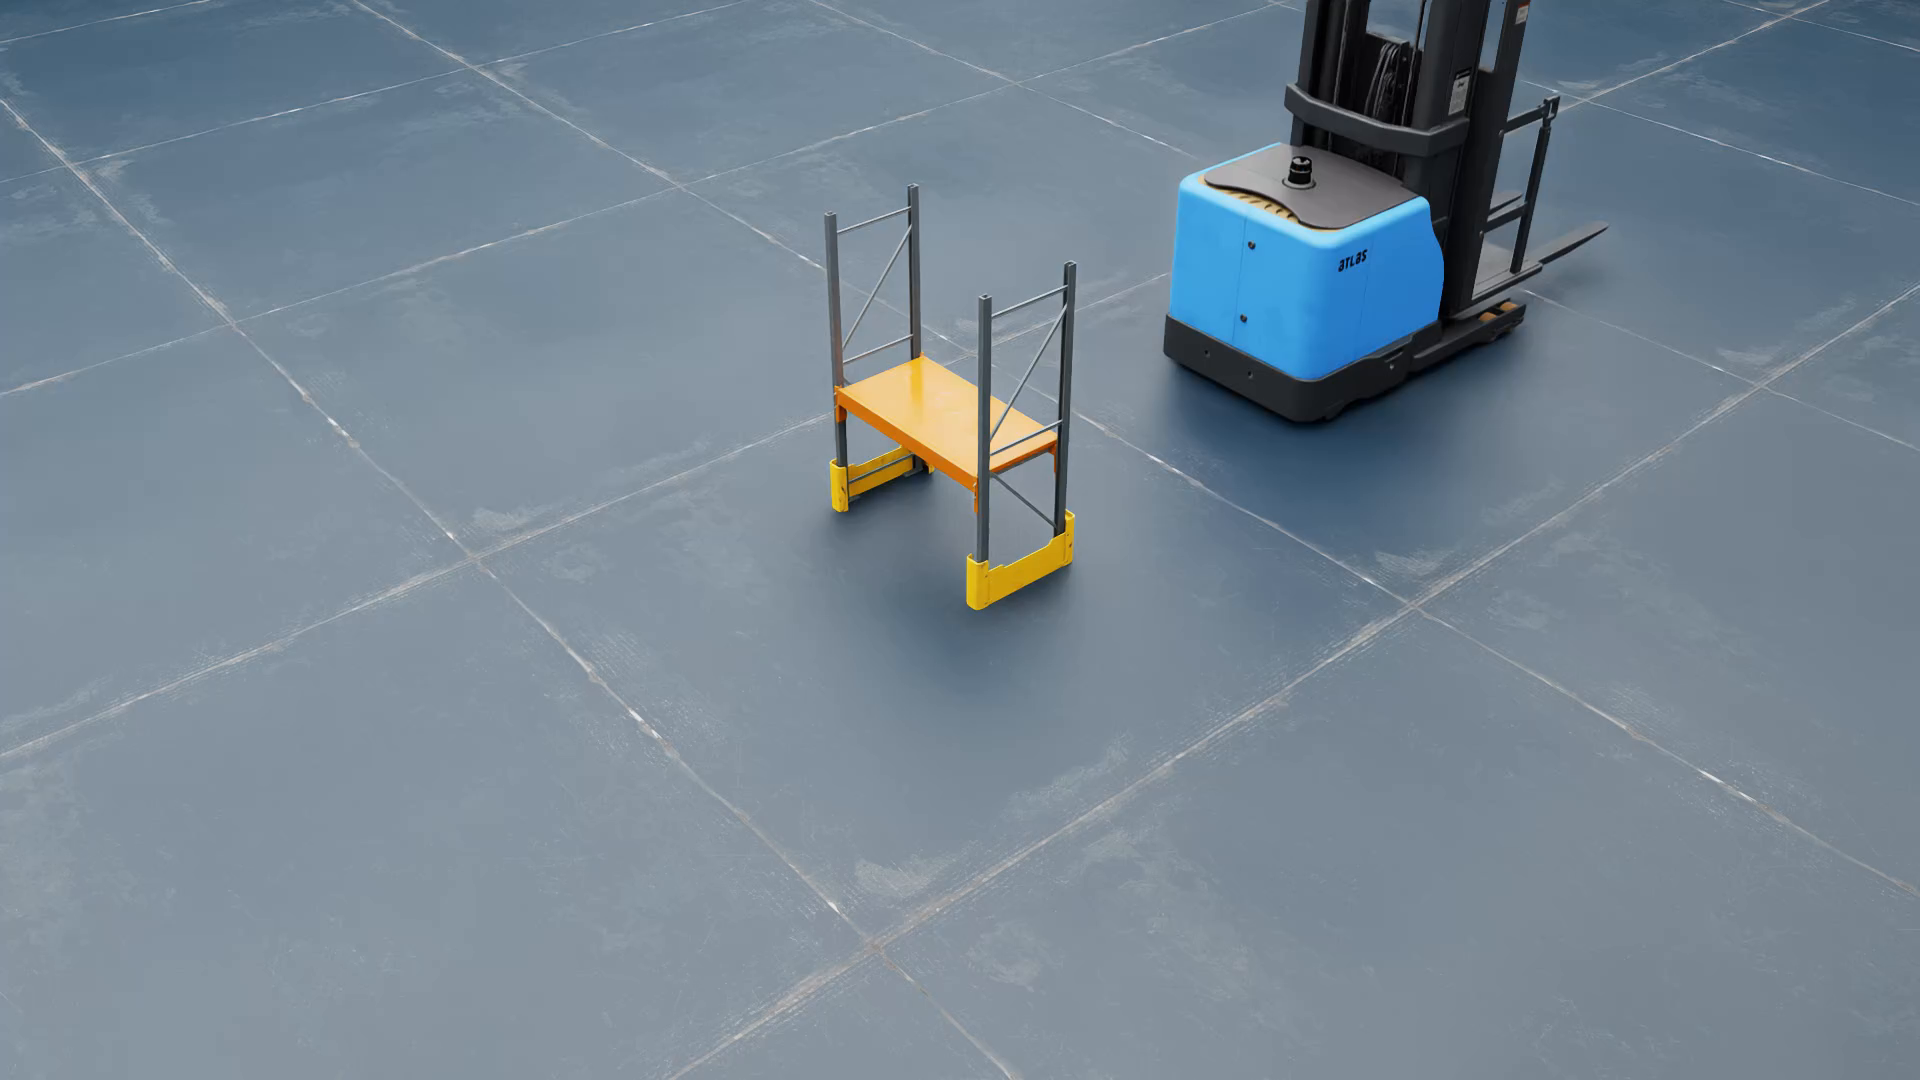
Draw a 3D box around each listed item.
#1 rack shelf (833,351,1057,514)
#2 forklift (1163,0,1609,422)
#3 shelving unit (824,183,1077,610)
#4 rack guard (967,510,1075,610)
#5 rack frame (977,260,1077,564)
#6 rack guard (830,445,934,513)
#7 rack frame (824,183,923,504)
[{"bbox_3d":[-0.055,-0.503,7.474,0.538,0.185,1.000,-26,43,-32],"label":"rack shelf"},{"bbox_3d":[2.560,-2.508,8.756,3.031,2.935,1.130,-26,43,-32],"label":"forklift"},{"bbox_3d":[-0.049,-0.646,7.364,0.587,1.500,1.083,-26,43,-32],"label":"shelving unit"},{"bbox_3d":[0.272,0.084,7.415,0.587,0.250,0.087,-26,43,-32],"label":"rack guard"},{"bbox_3d":[0.273,-0.425,7.053,0.500,1.500,0.032,-26,43,-32],"label":"rack frame"},{"bbox_3d":[-0.371,-0.356,8.036,0.587,0.250,0.087,-26,43,-32],"label":"rack guard"},{"bbox_3d":[-0.383,-0.874,7.687,0.500,1.500,0.032,-26,43,-32],"label":"rack frame"}]
